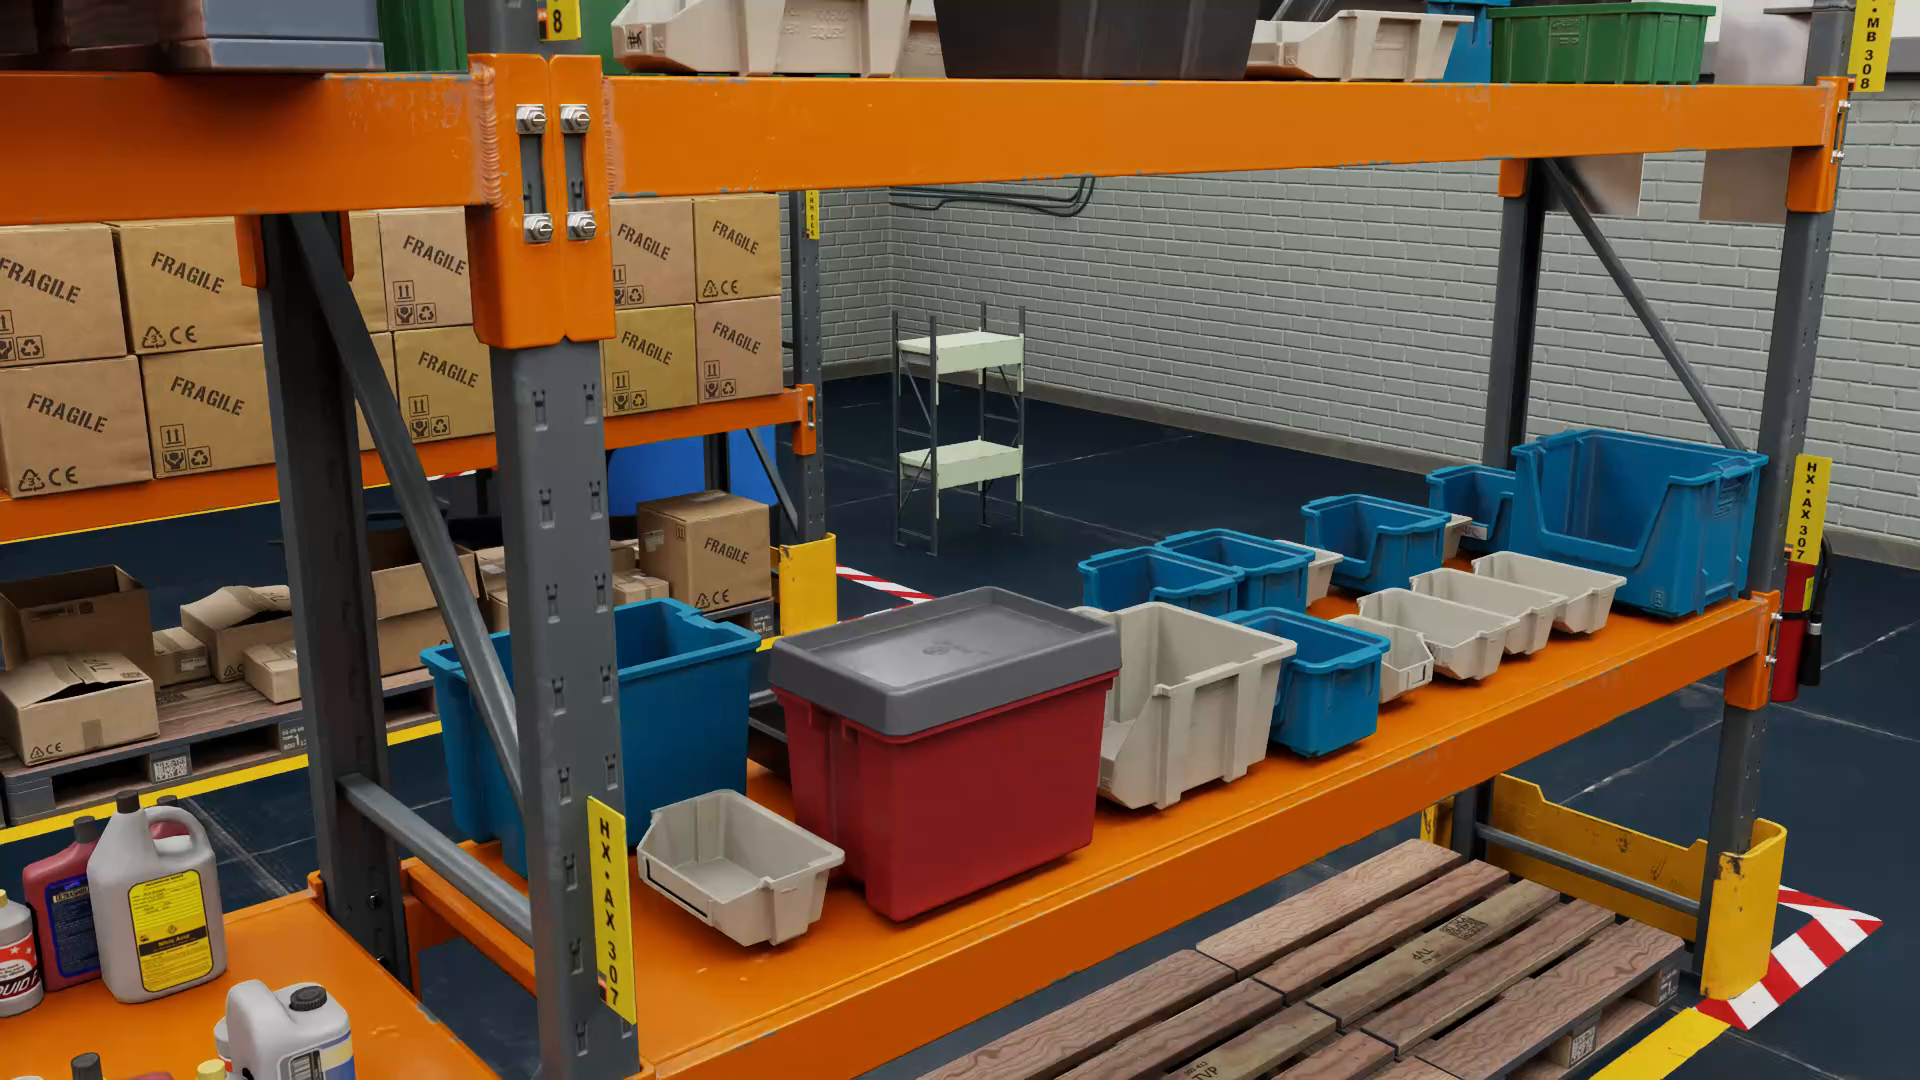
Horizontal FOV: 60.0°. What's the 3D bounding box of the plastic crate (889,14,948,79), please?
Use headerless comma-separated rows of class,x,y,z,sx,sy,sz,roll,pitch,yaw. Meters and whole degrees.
plastic crate,-0.153,-1.050,3.568,0.466,0.136,0.293,-13,19,-39

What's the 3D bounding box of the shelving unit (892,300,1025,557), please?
shelving unit,-0.005,-0.723,10.552,0.755,1.500,0.431,-13,19,-39

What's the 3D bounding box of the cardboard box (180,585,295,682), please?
cardboard box,-3.302,0.404,7.783,0.500,0.311,0.500,-13,19,-39

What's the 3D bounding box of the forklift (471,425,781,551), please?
forklift,-2.703,-1.360,10.161,3.031,2.935,1.130,-4,15,-13

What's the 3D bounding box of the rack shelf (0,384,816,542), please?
rack shelf,-2.602,-0.395,7.811,4.000,0.370,1.077,-13,19,-39

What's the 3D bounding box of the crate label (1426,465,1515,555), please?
crate label,1.753,-0.087,5.471,0.303,0.233,0.416,-13,19,-39

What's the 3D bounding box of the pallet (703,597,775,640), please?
pallet,-1.752,0.414,8.792,1.213,0.211,1.003,-13,19,-39

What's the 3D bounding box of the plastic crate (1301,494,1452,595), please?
plastic crate,1.256,0.025,5.054,0.300,0.233,0.416,-13,19,-39

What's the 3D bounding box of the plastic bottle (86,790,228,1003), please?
plastic bottle,-1.371,0.588,2.831,0.185,0.351,0.144,-13,19,-39

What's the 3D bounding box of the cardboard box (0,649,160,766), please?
cardboard box,-3.652,0.654,6.848,0.500,0.311,0.500,-13,19,-39

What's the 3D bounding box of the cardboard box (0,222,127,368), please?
cardboard box,-3.571,-0.960,6.401,0.500,0.500,0.500,-12,19,-38

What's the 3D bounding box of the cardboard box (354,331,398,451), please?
cardboard box,-2.785,-0.657,7.204,0.500,0.500,0.500,-13,20,-40

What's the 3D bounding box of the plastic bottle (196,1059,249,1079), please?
plastic bottle,-1.017,0.812,2.284,0.097,0.201,0.097,0,15,0

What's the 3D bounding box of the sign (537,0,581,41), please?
sign,-0.503,-0.785,2.047,0.005,0.325,0.100,-13,19,-39

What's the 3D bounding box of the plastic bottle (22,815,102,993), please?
plastic bottle,-1.520,0.619,2.846,0.133,0.283,0.061,-13,19,-39

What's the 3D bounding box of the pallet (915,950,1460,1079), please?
pallet,0.588,1.568,4.469,1.213,0.211,1.003,-13,19,-39

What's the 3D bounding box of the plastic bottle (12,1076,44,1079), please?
plastic bottle,-1.223,0.813,2.136,0.135,0.276,0.152,-13,19,-39

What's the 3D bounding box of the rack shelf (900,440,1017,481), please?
rack shelf,-0.005,-0.503,10.611,0.686,0.124,0.368,-13,19,-39

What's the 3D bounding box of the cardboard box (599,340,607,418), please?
cardboard box,-2.022,-0.829,7.847,0.500,0.500,0.500,-12,19,-39

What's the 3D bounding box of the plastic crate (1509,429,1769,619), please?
plastic crate,2.025,-0.070,5.013,0.499,0.435,0.616,-13,19,-39

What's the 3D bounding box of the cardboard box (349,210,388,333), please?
cardboard box,-2.794,-1.135,7.055,0.500,0.500,0.500,-13,20,-41

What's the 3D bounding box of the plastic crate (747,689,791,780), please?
plastic crate,-0.194,0.423,3.770,0.590,0.125,0.437,-13,19,-39

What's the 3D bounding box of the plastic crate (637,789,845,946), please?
plastic crate,-0.417,0.608,3.054,0.243,0.136,0.396,-13,19,-39

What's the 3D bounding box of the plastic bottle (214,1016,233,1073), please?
plastic bottle,-1.043,0.766,2.456,0.097,0.201,0.097,0,15,0

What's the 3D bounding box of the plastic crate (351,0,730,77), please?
plastic crate,-0.741,-0.916,2.966,0.662,0.188,0.450,-13,19,-39

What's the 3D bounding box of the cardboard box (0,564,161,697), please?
cardboard box,-3.867,0.439,7.283,0.500,0.500,0.500,-13,19,-39

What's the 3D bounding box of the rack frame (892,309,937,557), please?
rack frame,-0.281,-0.661,10.320,0.023,1.500,0.400,-13,19,-39

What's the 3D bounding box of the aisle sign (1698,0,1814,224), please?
aisle sign,2.402,-1.328,4.870,0.004,0.787,0.394,-13,19,-39

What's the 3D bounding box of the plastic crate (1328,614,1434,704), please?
plastic crate,1.026,0.307,4.182,0.250,0.136,0.298,-13,19,-39

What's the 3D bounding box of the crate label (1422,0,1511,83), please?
crate label,1.247,-1.401,4.656,0.502,0.251,0.408,-13,19,-39

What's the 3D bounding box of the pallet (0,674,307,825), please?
pallet,-3.592,0.827,7.244,1.213,0.211,1.003,-13,19,-39

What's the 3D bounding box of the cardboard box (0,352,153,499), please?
cardboard box,-3.548,-0.485,6.561,0.500,0.500,0.500,-12,19,-38

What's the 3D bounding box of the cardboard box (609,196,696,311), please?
cardboard box,-1.629,-1.398,8.041,0.500,0.500,0.500,-12,19,-38

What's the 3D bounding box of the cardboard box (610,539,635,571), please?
cardboard box,-2.067,0.156,8.829,0.500,0.250,0.500,-13,19,-39

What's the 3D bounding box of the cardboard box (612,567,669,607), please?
cardboard box,-1.707,0.266,8.580,0.250,0.166,0.380,-13,19,-39

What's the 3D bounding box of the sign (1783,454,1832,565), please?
sign,2.529,-0.091,4.962,0.005,0.325,0.100,-13,19,-39

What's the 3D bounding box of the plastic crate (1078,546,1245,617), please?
plastic crate,0.533,0.187,4.446,0.300,0.233,0.416,-13,19,-39

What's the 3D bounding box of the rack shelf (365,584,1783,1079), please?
rack shelf,0.647,0.570,4.198,4.000,0.370,1.077,-13,19,-39

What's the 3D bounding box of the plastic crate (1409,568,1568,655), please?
plastic crate,1.431,0.202,4.578,0.243,0.136,0.396,-13,19,-39

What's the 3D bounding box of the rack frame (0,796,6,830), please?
rack frame,-4.111,-0.404,6.450,0.127,3.000,1.000,-13,19,-39

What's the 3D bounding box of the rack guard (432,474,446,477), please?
rack guard,-4.330,-0.842,12.932,0.348,0.500,1.175,-13,19,-39

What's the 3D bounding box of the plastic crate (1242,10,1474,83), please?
plastic crate,0.759,-1.040,3.529,0.530,0.136,0.437,-13,19,-39
